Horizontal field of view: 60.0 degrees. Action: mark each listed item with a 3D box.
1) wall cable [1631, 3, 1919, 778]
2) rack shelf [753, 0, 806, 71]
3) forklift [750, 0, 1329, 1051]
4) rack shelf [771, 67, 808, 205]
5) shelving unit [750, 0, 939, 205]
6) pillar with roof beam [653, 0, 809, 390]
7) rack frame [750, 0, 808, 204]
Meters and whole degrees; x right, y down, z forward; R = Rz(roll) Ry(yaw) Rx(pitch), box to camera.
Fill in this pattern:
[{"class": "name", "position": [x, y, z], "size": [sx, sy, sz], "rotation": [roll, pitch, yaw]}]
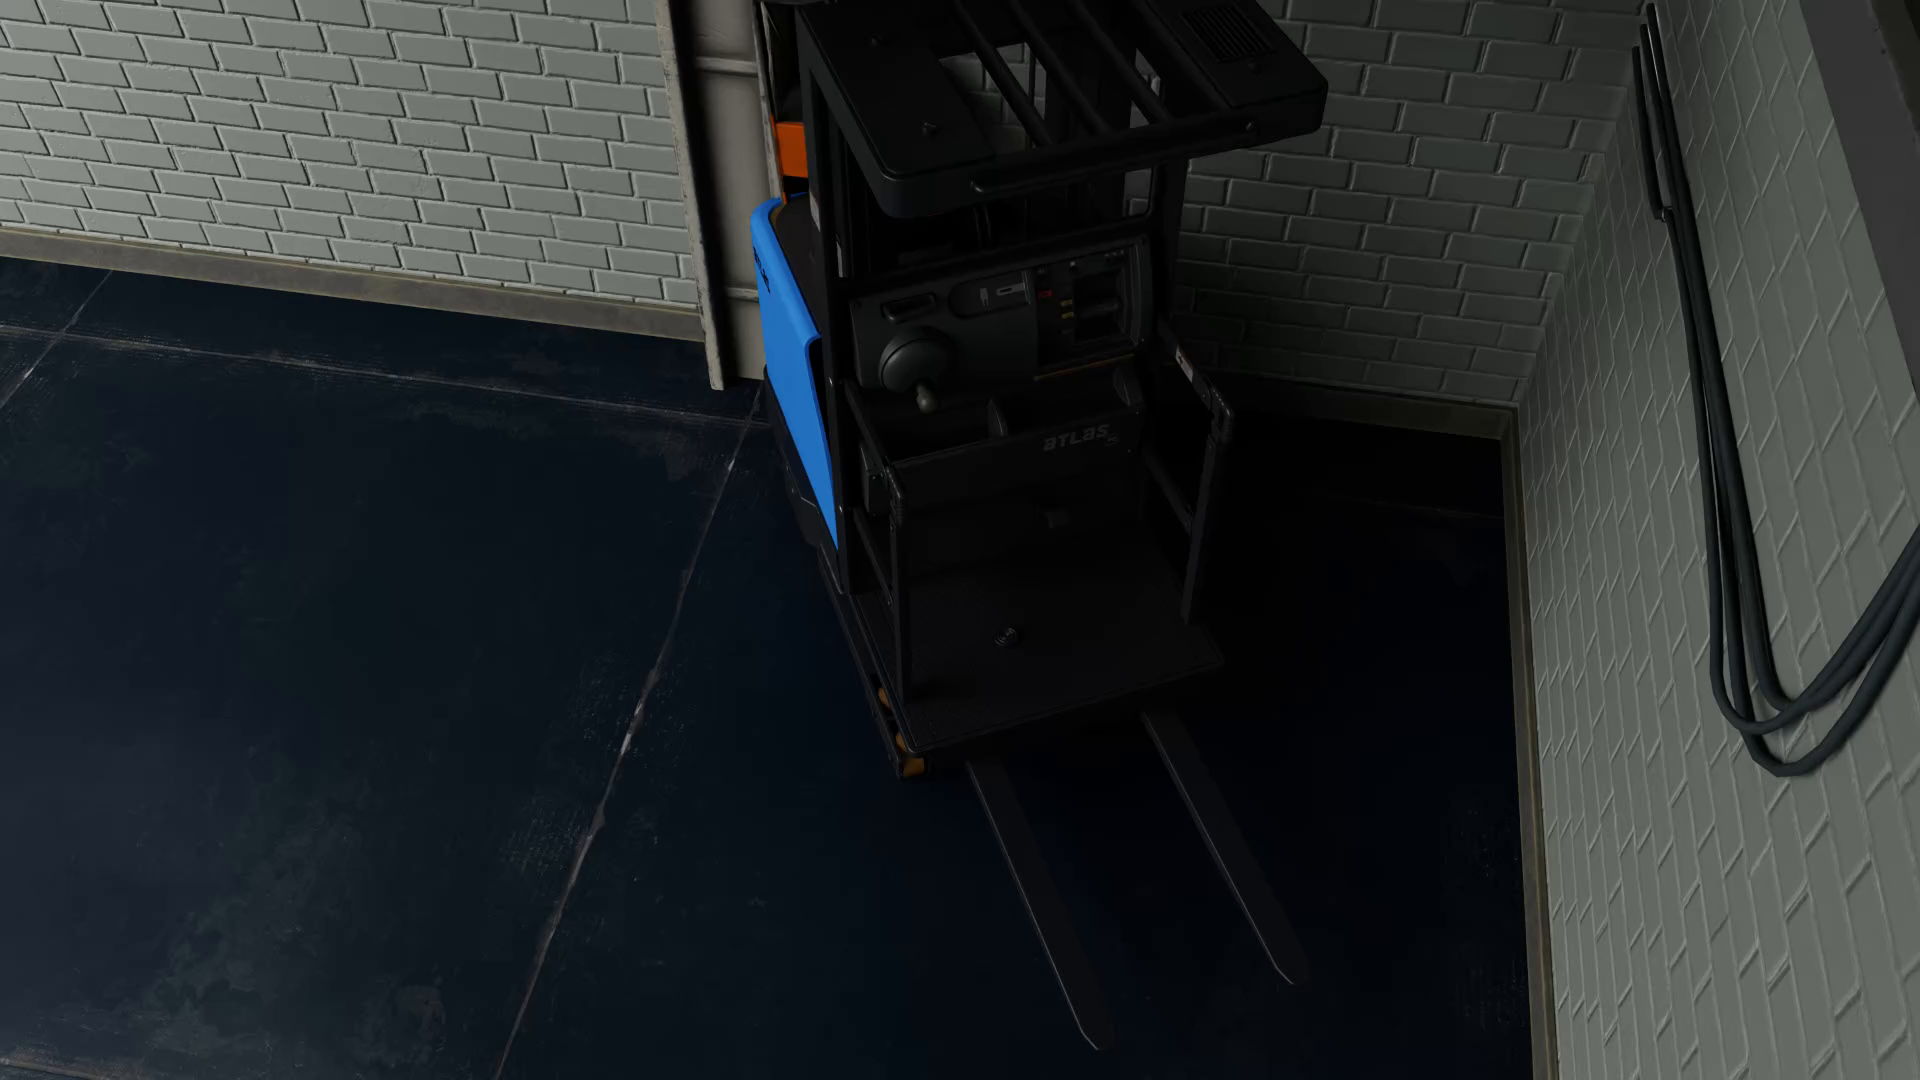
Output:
[{"class": "wall cable", "position": [1.867, -1.318, 3.472], "size": [0.112, 2.526, 3.097], "rotation": [8, 49, 7]}, {"class": "rack shelf", "position": [-0.375, -1.816, 5.305], "size": [0.480, 0.518, 0.431], "rotation": [8, 54, 8]}, {"class": "forklift", "position": [0.204, -0.542, 4.766], "size": [1.130, 2.935, 3.031], "rotation": [-15, 50, -13]}, {"class": "rack shelf", "position": [-0.350, -1.393, 5.862], "size": [0.480, 0.518, 0.431], "rotation": [8, 54, 8]}, {"class": "shelving unit", "position": [-0.351, -1.401, 5.851], "size": [0.503, 2.100, 0.431], "rotation": [8, 54, 8]}, {"class": "pillar with roof beam", "position": [-1.563, -0.562, 0.706], "size": [0.400, 9.000, 9.100], "rotation": [8, 49, 7]}, {"class": "rack frame", "position": [-0.590, -1.434, 5.886], "size": [0.015, 2.100, 0.400], "rotation": [8, 54, 8]}]
